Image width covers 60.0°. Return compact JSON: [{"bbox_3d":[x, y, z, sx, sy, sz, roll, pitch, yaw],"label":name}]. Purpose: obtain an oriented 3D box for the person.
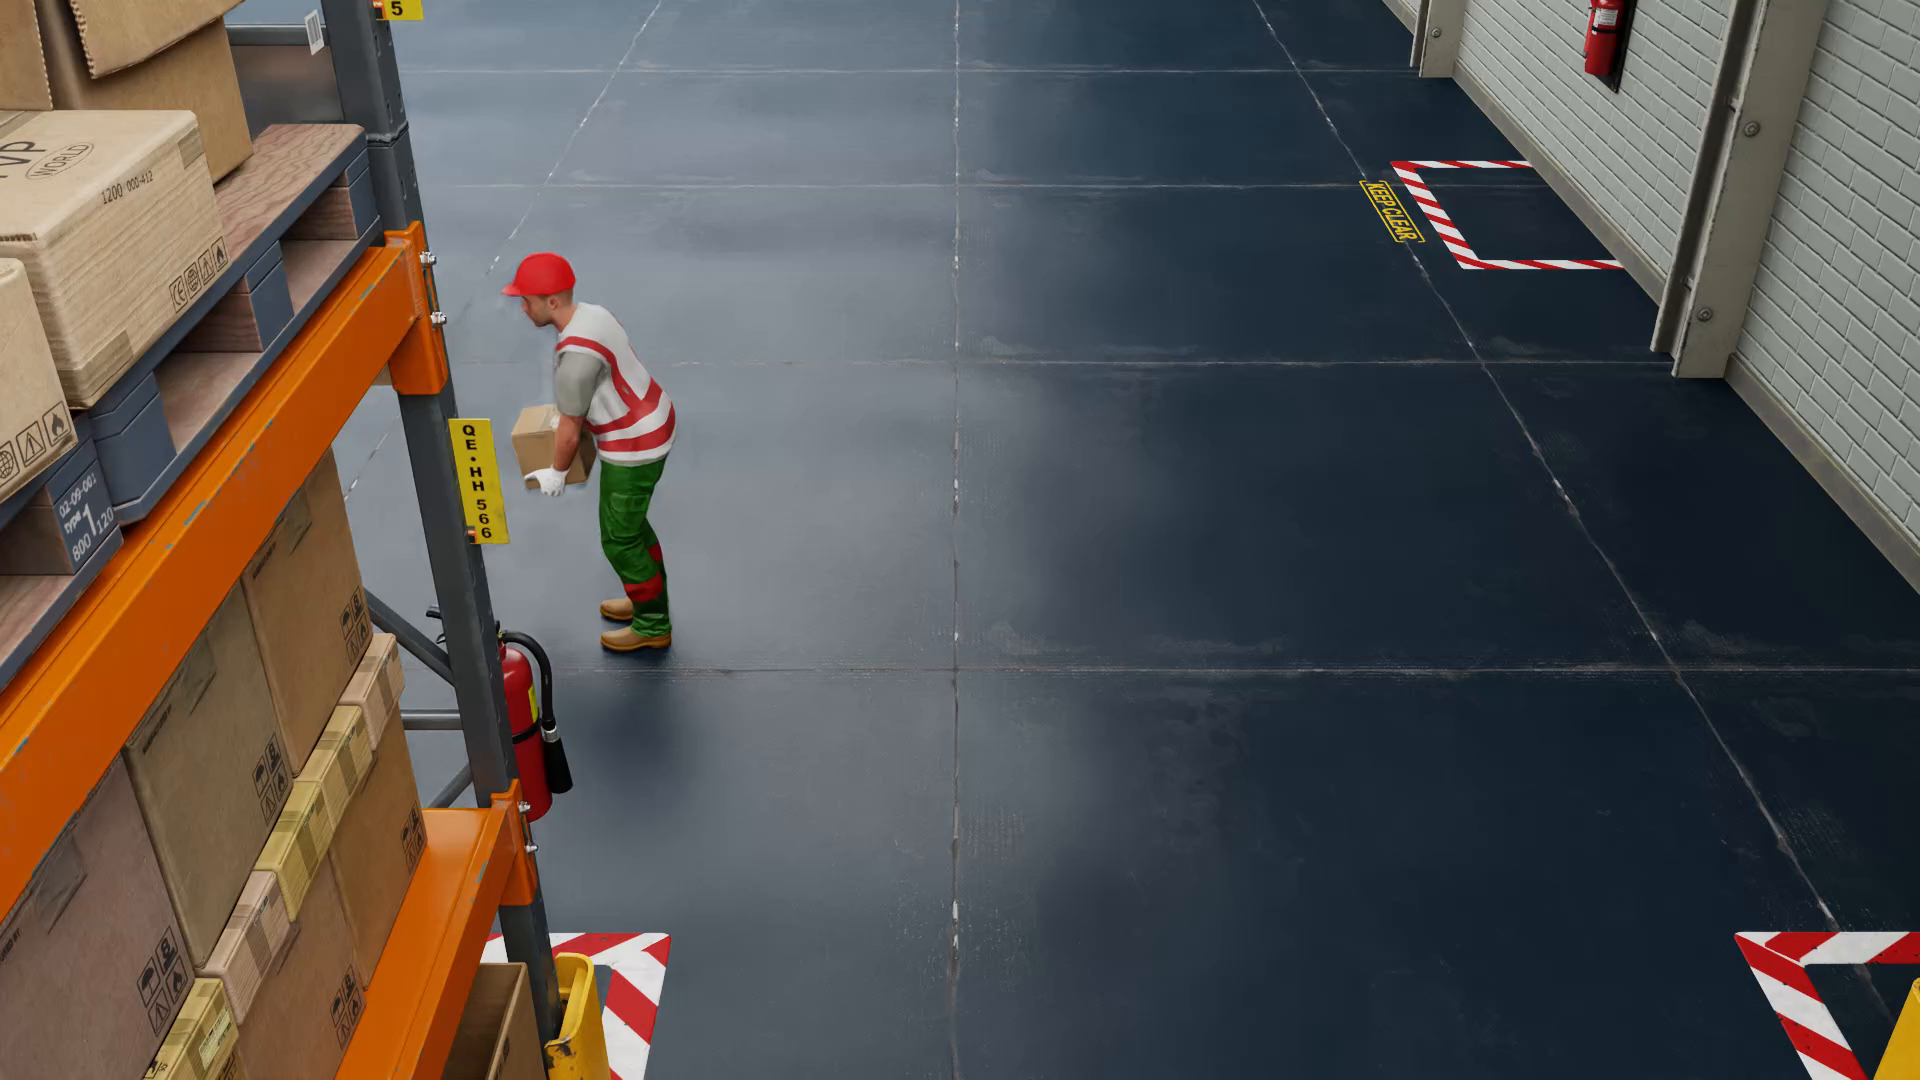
[{"bbox_3d":[-1.447,-0.366,6.738,0.587,1.763,0.489,-1,31,-1],"label":"person"}]
